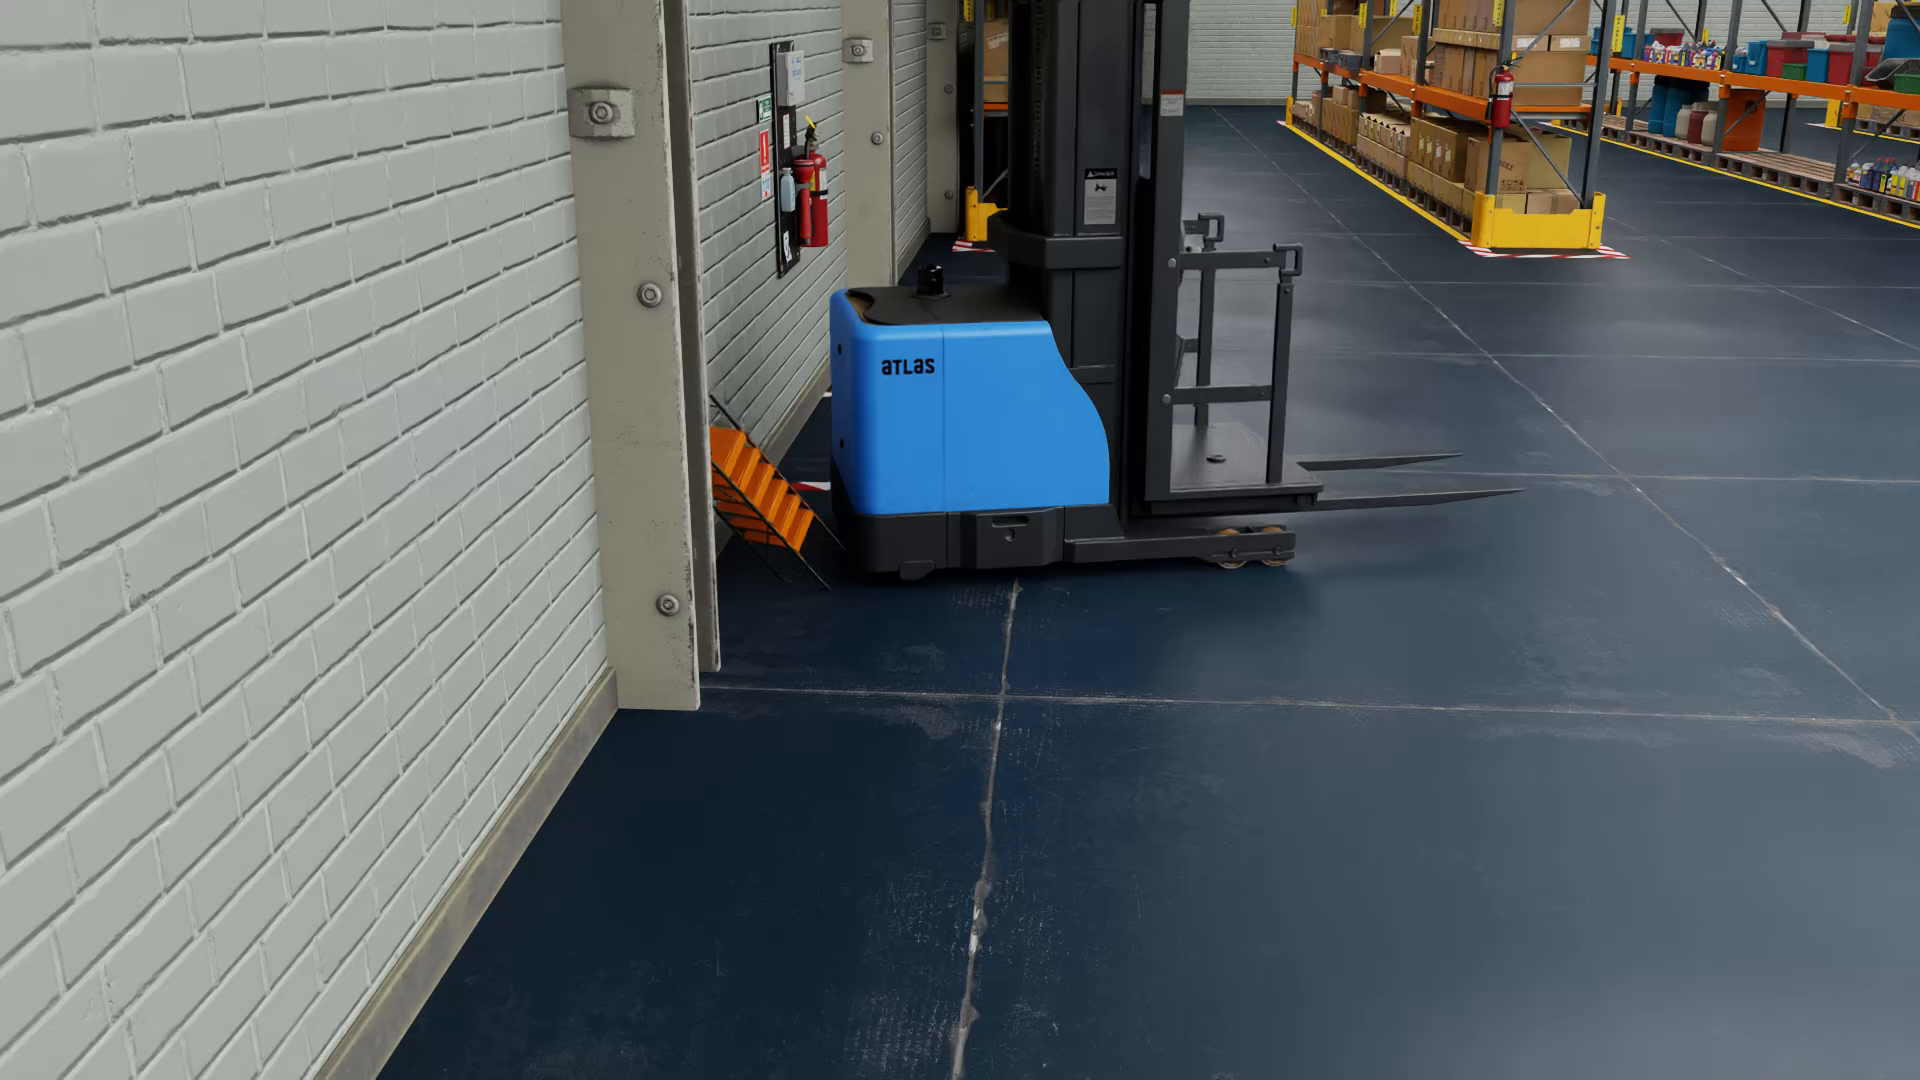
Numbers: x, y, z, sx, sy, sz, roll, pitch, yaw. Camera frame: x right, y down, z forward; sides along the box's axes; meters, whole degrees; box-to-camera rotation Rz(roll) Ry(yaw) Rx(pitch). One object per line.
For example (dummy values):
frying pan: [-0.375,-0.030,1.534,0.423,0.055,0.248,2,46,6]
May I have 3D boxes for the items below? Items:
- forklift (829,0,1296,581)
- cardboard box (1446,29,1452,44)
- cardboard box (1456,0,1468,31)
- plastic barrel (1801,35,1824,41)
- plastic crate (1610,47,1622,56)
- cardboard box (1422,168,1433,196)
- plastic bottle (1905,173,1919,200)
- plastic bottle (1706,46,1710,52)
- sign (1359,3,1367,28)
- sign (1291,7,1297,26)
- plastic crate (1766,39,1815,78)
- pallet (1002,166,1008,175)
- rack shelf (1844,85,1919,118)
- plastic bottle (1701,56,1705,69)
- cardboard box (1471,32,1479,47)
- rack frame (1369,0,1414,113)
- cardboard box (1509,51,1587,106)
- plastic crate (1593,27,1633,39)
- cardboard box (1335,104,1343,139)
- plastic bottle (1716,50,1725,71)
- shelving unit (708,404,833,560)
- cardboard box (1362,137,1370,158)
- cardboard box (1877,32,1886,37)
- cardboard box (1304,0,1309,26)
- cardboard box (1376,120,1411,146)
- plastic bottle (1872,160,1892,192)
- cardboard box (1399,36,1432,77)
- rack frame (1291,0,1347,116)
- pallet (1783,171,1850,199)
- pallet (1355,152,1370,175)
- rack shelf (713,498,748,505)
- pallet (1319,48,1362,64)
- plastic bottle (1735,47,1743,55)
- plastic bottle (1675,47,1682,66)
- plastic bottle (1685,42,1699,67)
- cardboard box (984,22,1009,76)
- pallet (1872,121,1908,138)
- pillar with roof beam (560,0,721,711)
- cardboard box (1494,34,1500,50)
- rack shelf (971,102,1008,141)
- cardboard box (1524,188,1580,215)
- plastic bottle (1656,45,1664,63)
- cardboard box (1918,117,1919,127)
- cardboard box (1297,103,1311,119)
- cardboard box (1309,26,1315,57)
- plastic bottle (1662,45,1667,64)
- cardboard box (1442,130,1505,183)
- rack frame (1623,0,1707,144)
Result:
forklift: [0.974,-1.429,7.076,3.031,2.935,1.130,-3,18,-9]
cardboard box: [5.602,-5.571,18.405,0.380,0.149,0.250,1,18,3]
cardboard box: [5.769,-5.748,17.902,0.700,0.500,0.500,1,18,4]
plastic barrel: [11.233,-6.393,21.938,0.421,0.512,0.421,0,18,0]
plastic crate: [11.205,-8.358,28.439,0.293,0.136,0.466,1,18,4]
cardboard box: [5.449,-3.979,18.491,0.500,0.250,0.500,1,18,4]
plastic bottle: [10.270,-3.796,17.857,0.152,0.276,0.135,1,18,2]
plastic bottle: [11.486,-7.443,25.527,0.097,0.271,0.097,0,18,0]
sign: [5.611,-7.298,23.146,0.100,0.325,0.005,1,18,4]
sign: [6.186,-9.684,30.771,0.100,0.325,0.005,1,18,4]
plastic crate: [10.673,-6.200,21.424,0.402,0.464,0.583,1,18,4]
pallet: [0.980,-4.560,21.001,1.003,0.211,1.213,1,18,4]
rack shelf: [10.663,-4.459,17.370,1.077,0.370,4.000,1,18,4]
plastic bottle: [10.761,-6.903,23.992,0.097,0.201,0.097,0,18,0]
cardboard box: [5.508,-5.173,17.189,0.380,0.149,0.250,2,18,5]
rack frame: [6.150,-6.776,23.286,0.949,2.616,0.053,1,18,4]
cardboard box: [5.626,-4.484,16.129,0.700,0.500,0.500,1,18,4]
plastic crate: [11.829,-9.086,30.183,0.616,0.435,0.499,1,18,4]
cardboard box: [6.055,-6.417,25.497,0.500,0.500,0.500,1,18,2]
plastic bottle: [10.697,-6.744,23.376,0.061,0.283,0.133,1,18,4]
shelving unit: [-0.810,-0.175,6.390,0.258,0.183,1.046,9,-24,26]
cardboard box: [5.788,-5.357,22.696,0.500,0.250,0.500,1,18,2]
cardboard box: [16.233,-8.648,28.762,0.500,0.250,0.500,1,18,2]
cardboard box: [6.361,-9.334,29.325,0.500,0.500,0.500,2,18,5]
cardboard box: [5.718,-5.298,21.616,0.500,0.311,0.500,1,18,3]
plastic bottle: [10.322,-4.072,18.582,0.144,0.351,0.185,1,18,2]
cardboard box: [6.049,-6.302,21.679,0.500,0.500,0.500,0,18,1]
rack frame: [6.727,-9.261,30.869,1.000,3.000,0.127,1,18,4]
pallet: [10.824,-4.342,20.335,1.003,0.211,1.213,1,18,4]
pallet: [6.055,-5.196,22.942,1.003,0.211,1.213,1,18,4]
rack shelf: [-0.842,-0.218,6.311,0.199,0.166,0.020,9,-24,26]
pallet: [6.274,-7.682,26.357,1.003,0.211,1.213,1,18,4]
plastic bottle: [11.546,-7.163,24.667,0.152,0.276,0.135,1,18,4]
plastic bottle: [10.842,-7.285,25.046,0.097,0.271,0.097,0,18,0]
plastic bottle: [10.832,-7.180,24.596,0.144,0.351,0.185,1,18,4]
cardboard box: [0.460,-4.847,16.402,0.500,0.500,0.500,1,18,3]
pallet: [16.538,-7.085,28.708,1.003,0.211,1.213,1,18,4]
pillar with roof beam: [3.260,-3.666,4.158,9.100,9.000,0.400,1,18,4]
cardboard box: [5.435,-4.852,16.210,0.380,0.149,0.250,2,18,5]
rack shelf: [5.723,-5.900,17.271,10.984,3.170,4.000,1,18,4]
cardboard box: [5.840,-3.346,16.559,0.500,0.250,0.500,1,18,4]
plastic bottle: [10.905,-7.561,25.889,0.097,0.271,0.097,0,18,0]
cardboard box: [16.448,-7.189,27.284,0.875,0.875,0.875,1,18,4]
cardboard box: [6.333,-7.690,29.784,0.500,0.250,0.500,1,18,4]
cardboard box: [6.290,-8.547,28.529,0.500,0.500,0.500,2,18,5]
plastic bottle: [10.865,-7.471,25.594,0.061,0.283,0.133,1,18,4]
cardboard box: [5.378,-4.025,17.427,0.500,0.500,0.500,1,18,4]
rack frame: [11.380,-7.907,26.736,1.000,3.000,0.127,1,18,4]
